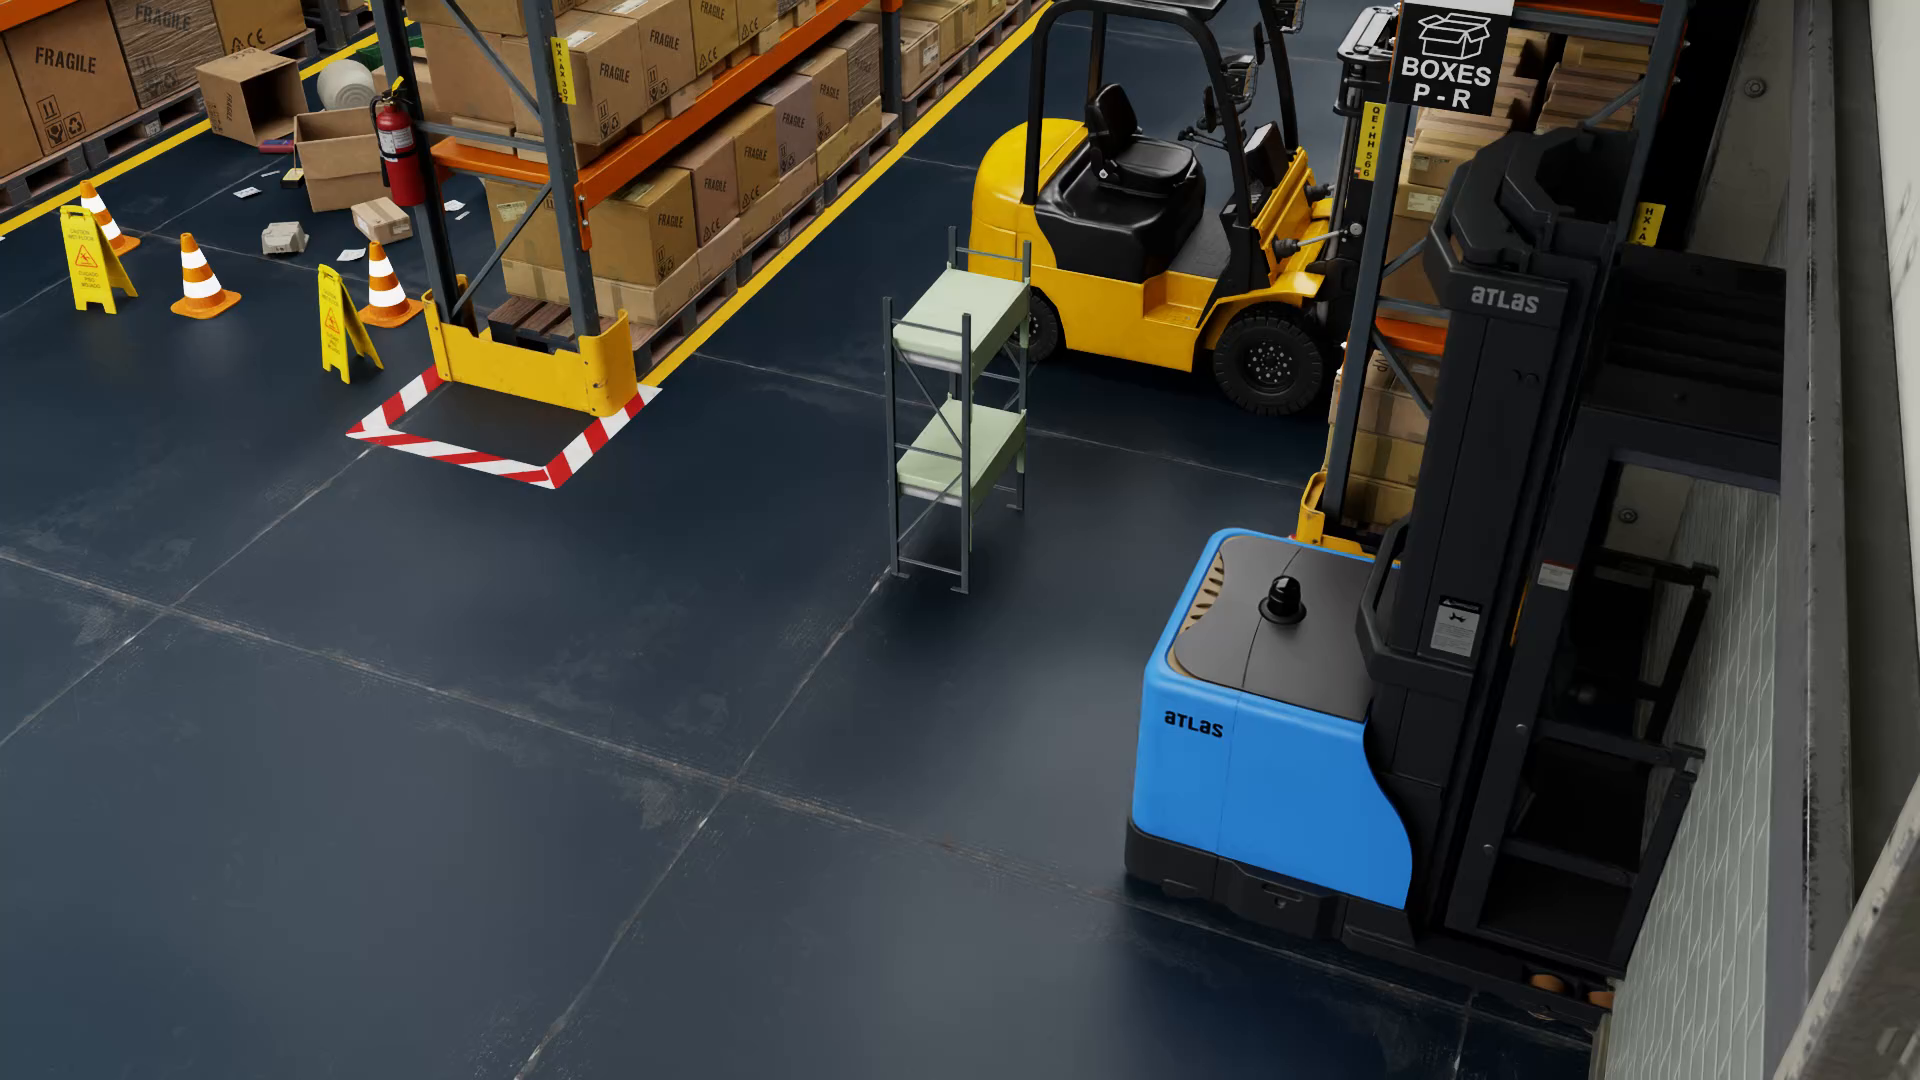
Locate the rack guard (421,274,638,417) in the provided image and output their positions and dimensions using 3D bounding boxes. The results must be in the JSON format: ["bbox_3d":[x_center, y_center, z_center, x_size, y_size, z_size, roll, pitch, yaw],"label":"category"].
[{"bbox_3d":[-2.399,-1.092,9.293,1.175,0.500,0.348,14,39,18],"label":"rack guard"}]

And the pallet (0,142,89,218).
[{"bbox_3d":[-6.812,-2.466,11.373,1.003,0.211,1.213,14,39,18],"label":"pallet"}]

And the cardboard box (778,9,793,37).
[{"bbox_3d":[-1.255,-3.219,10.261,0.380,0.149,0.250,13,39,17],"label":"cardboard box"}]

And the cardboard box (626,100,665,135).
[{"bbox_3d":[-1.848,-2.362,9.115,0.380,0.149,0.250,13,39,16],"label":"cardboard box"}]

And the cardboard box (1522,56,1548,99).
[{"bbox_3d":[2.680,-2.311,8.211,0.380,0.149,0.250,14,39,17],"label":"cardboard box"}]

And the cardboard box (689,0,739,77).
[{"bbox_3d":[-1.604,-2.979,9.398,0.500,0.500,0.500,13,39,17],"label":"cardboard box"}]

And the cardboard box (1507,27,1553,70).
[{"bbox_3d":[2.683,-2.438,8.133,0.380,0.149,0.250,14,39,18],"label":"cardboard box"}]

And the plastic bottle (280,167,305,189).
[{"bbox_3d":[-4.625,-2.537,11.593,0.133,0.061,0.283,1,37,2],"label":"plastic bottle"}]

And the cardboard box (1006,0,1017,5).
[{"bbox_3d":[0.118,-4.875,14.111,0.950,0.372,0.625,13,39,17],"label":"cardboard box"}]

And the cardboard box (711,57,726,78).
[{"bbox_3d":[-1.597,-2.803,9.705,0.380,0.149,0.250,15,39,19],"label":"cardboard box"}]

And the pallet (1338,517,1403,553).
[{"bbox_3d":[2.416,-0.238,8.392,1.003,0.211,1.213,14,39,18],"label":"pallet"}]

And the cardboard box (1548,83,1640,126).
[{"bbox_3d":[2.815,-1.899,7.411,0.380,0.149,0.250,14,39,18],"label":"cardboard box"}]

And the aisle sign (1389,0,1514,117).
[{"bbox_3d":[1.867,-1.994,6.241,0.394,0.787,0.004,14,39,18],"label":"aisle sign"}]

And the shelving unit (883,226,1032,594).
[{"bbox_3d":[-0.003,-0.597,7.796,0.431,1.500,0.755,14,39,18],"label":"shelving unit"}]

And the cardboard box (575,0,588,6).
[{"bbox_3d":[-2.236,-3.221,8.887,0.700,0.500,0.500,14,39,18],"label":"cardboard box"}]

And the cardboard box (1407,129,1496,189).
[{"bbox_3d":[2.105,-1.587,6.995,0.380,0.149,0.250,14,39,18],"label":"cardboard box"}]

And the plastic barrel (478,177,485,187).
[{"bbox_3d":[-3.042,-2.507,11.251,0.421,0.421,0.512,-17,40,-22],"label":"plastic barrel"}]

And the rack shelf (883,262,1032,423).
[{"bbox_3d":[-0.003,-0.910,7.562,0.431,0.370,0.720,14,39,18],"label":"rack shelf"}]

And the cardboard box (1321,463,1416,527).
[{"bbox_3d":[2.050,-0.321,8.120,0.500,0.250,0.500,14,39,18],"label":"cardboard box"}]

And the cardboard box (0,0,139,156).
[{"bbox_3d":[-6.514,-3.318,11.607,0.875,0.875,0.875,13,39,17],"label":"cardboard box"}]

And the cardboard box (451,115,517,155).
[{"bbox_3d":[-2.484,-2.206,8.906,0.380,0.149,0.250,15,39,19],"label":"cardboard box"}]

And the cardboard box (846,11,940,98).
[{"bbox_3d":[-0.709,-3.672,12.501,0.950,0.372,0.625,14,39,18],"label":"cardboard box"}]

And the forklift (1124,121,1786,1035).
[{"bbox_3d":[2.205,0.224,5.502,3.031,2.935,1.130,14,39,18],"label":"forklift"}]

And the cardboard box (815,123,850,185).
[{"bbox_3d":[-1.076,-2.647,11.231,0.500,0.250,0.500,13,39,17],"label":"cardboard box"}]

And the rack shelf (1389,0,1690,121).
[{"bbox_3d":[2.925,-2.943,7.777,1.077,0.370,4.000,14,39,18],"label":"rack shelf"}]

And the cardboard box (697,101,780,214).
[{"bbox_3d":[-1.464,-2.381,10.250,0.500,0.500,0.500,15,39,19],"label":"cardboard box"}]

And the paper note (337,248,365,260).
[{"bbox_3d":[-3.909,-1.838,10.684,0.148,0.019,0.142,1,37,2],"label":"paper note"}]

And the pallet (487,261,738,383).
[{"bbox_3d":[-2.057,-1.418,9.970,1.003,0.211,1.213,14,39,18],"label":"pallet"}]

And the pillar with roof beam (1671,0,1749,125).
[{"bbox_3d":[1.564,-7.808,11.180,9.100,9.000,0.400,14,39,18],"label":"pillar with roof beam"}]

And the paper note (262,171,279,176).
[{"bbox_3d":[-4.845,-2.575,11.687,0.123,0.001,0.032,-25,43,-29],"label":"paper note"}]

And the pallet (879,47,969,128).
[{"bbox_3d":[-0.611,-3.580,12.863,1.003,0.211,1.213,14,39,18],"label":"pallet"}]

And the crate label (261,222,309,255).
[{"bbox_3d":[-4.371,-1.950,10.745,0.250,0.136,0.298,-5,37,-6],"label":"crate label"}]

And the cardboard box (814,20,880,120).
[{"bbox_3d":[-0.883,-3.244,11.404,0.500,0.500,0.500,13,39,17],"label":"cardboard box"}]

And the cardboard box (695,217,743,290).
[{"bbox_3d":[-1.664,-1.782,10.075,0.500,0.250,0.500,15,39,19],"label":"cardboard box"}]

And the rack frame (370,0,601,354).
[{"bbox_3d":[-2.428,-2.051,8.488,1.000,3.000,0.127,14,39,18],"label":"rack frame"}]

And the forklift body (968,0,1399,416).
[{"bbox_3d":[1.198,-2.048,9.193,2.313,2.155,1.214,14,39,18],"label":"forklift body"}]

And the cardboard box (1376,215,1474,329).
[{"bbox_3d":[2.108,-1.294,7.393,0.500,0.500,0.500,13,39,17],"label":"cardboard box"}]

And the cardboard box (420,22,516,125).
[{"bbox_3d":[-2.476,-2.573,8.855,0.500,0.500,0.500,13,39,17],"label":"cardboard box"}]

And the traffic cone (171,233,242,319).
[{"bbox_3d":[-4.613,-1.631,10.046,0.336,0.463,0.334,14,39,18],"label":"traffic cone"}]

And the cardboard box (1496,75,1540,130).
[{"bbox_3d":[2.408,-2.003,7.551,0.380,0.149,0.250,14,39,18],"label":"cardboard box"}]

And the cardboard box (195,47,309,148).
[{"bbox_3d":[-5.164,-3.244,12.170,0.500,0.500,0.500,21,42,25],"label":"cardboard box"}]

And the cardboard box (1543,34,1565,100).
[{"bbox_3d":[2.901,-2.418,8.896,0.500,0.500,0.500,13,39,17],"label":"cardboard box"}]

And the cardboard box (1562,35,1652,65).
[{"bbox_3d":[3.104,-2.328,7.986,0.380,0.149,0.250,14,39,18],"label":"cardboard box"}]

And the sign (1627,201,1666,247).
[{"bbox_3d":[2.675,-1.171,6.522,0.100,0.325,0.005,14,39,18],"label":"sign"}]
